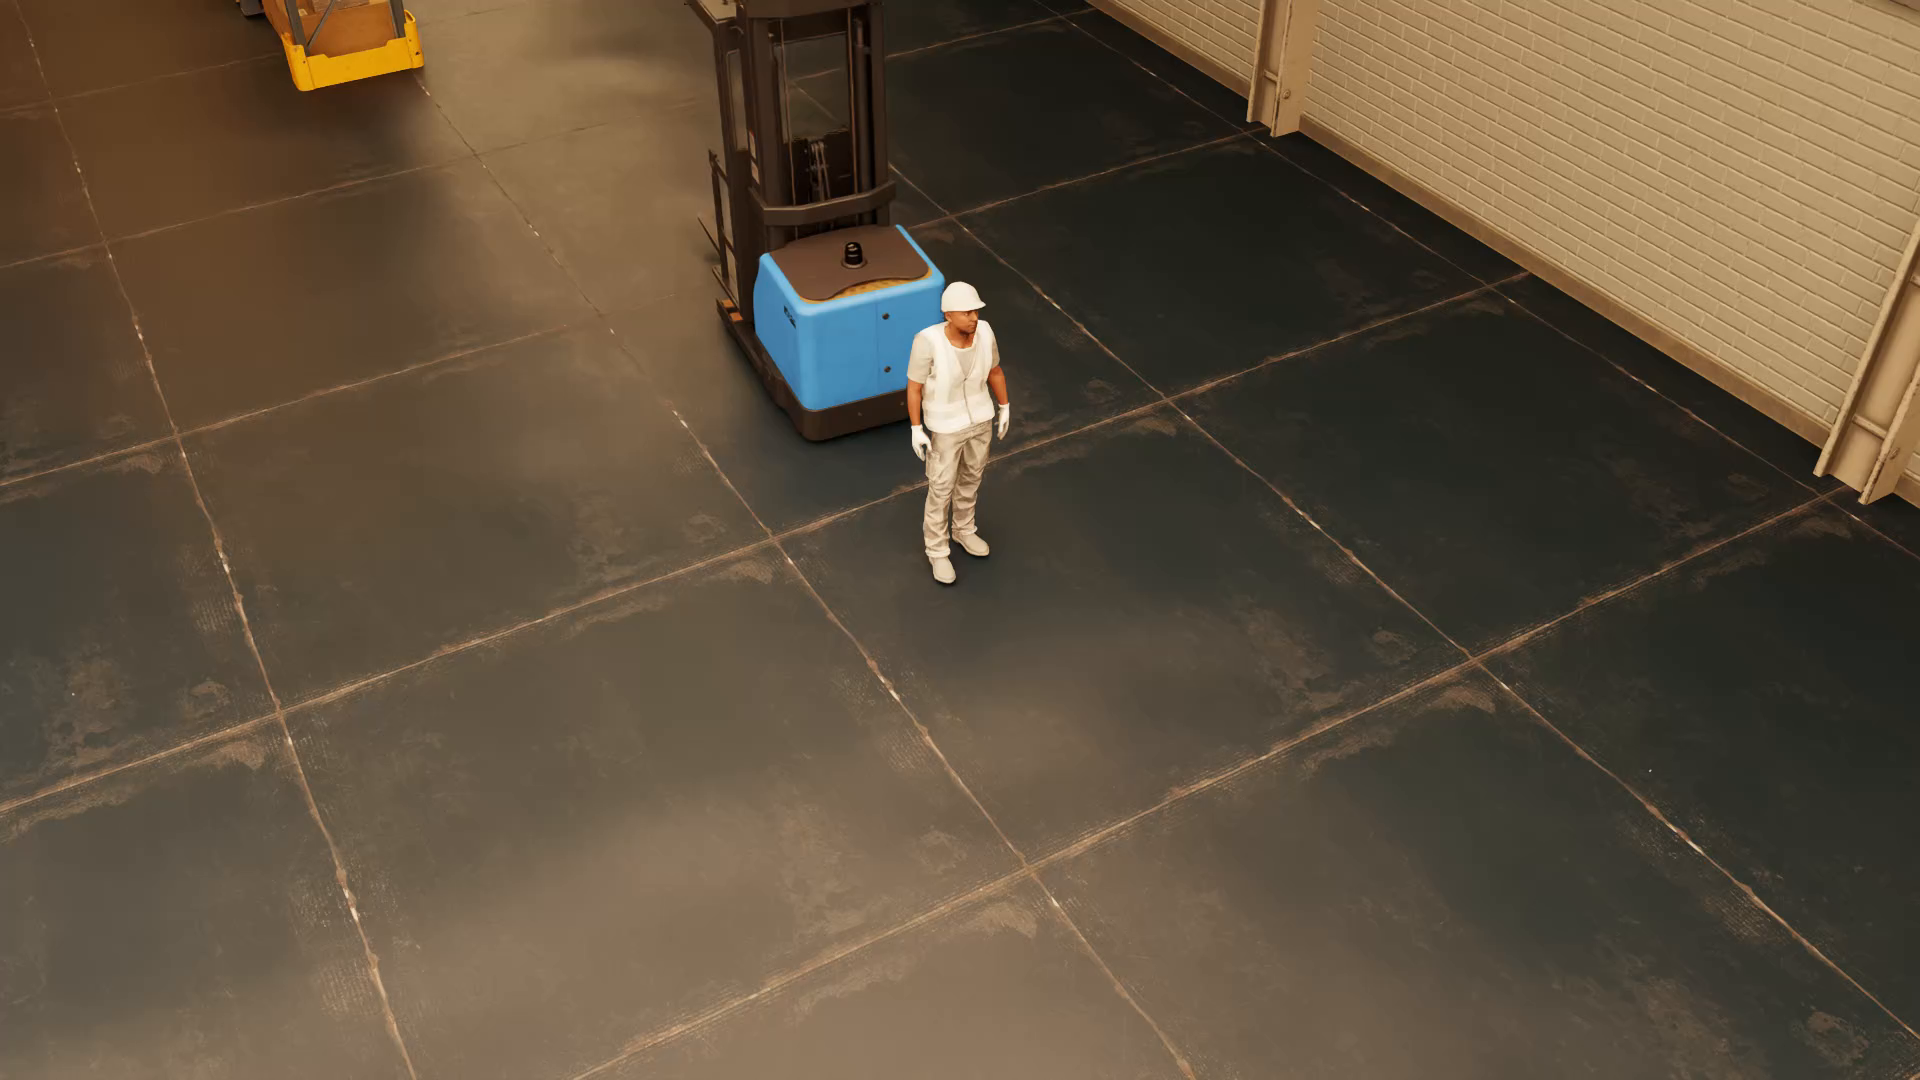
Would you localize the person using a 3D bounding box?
[{"bbox_3d":[0.029,-0.649,9.707,0.657,1.785,0.575,-20,44,-23],"label":"person"}]

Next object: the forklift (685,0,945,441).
[{"bbox_3d":[-1.140,-2.727,11.324,1.130,2.935,3.031,-16,42,-18],"label":"forklift"}]
